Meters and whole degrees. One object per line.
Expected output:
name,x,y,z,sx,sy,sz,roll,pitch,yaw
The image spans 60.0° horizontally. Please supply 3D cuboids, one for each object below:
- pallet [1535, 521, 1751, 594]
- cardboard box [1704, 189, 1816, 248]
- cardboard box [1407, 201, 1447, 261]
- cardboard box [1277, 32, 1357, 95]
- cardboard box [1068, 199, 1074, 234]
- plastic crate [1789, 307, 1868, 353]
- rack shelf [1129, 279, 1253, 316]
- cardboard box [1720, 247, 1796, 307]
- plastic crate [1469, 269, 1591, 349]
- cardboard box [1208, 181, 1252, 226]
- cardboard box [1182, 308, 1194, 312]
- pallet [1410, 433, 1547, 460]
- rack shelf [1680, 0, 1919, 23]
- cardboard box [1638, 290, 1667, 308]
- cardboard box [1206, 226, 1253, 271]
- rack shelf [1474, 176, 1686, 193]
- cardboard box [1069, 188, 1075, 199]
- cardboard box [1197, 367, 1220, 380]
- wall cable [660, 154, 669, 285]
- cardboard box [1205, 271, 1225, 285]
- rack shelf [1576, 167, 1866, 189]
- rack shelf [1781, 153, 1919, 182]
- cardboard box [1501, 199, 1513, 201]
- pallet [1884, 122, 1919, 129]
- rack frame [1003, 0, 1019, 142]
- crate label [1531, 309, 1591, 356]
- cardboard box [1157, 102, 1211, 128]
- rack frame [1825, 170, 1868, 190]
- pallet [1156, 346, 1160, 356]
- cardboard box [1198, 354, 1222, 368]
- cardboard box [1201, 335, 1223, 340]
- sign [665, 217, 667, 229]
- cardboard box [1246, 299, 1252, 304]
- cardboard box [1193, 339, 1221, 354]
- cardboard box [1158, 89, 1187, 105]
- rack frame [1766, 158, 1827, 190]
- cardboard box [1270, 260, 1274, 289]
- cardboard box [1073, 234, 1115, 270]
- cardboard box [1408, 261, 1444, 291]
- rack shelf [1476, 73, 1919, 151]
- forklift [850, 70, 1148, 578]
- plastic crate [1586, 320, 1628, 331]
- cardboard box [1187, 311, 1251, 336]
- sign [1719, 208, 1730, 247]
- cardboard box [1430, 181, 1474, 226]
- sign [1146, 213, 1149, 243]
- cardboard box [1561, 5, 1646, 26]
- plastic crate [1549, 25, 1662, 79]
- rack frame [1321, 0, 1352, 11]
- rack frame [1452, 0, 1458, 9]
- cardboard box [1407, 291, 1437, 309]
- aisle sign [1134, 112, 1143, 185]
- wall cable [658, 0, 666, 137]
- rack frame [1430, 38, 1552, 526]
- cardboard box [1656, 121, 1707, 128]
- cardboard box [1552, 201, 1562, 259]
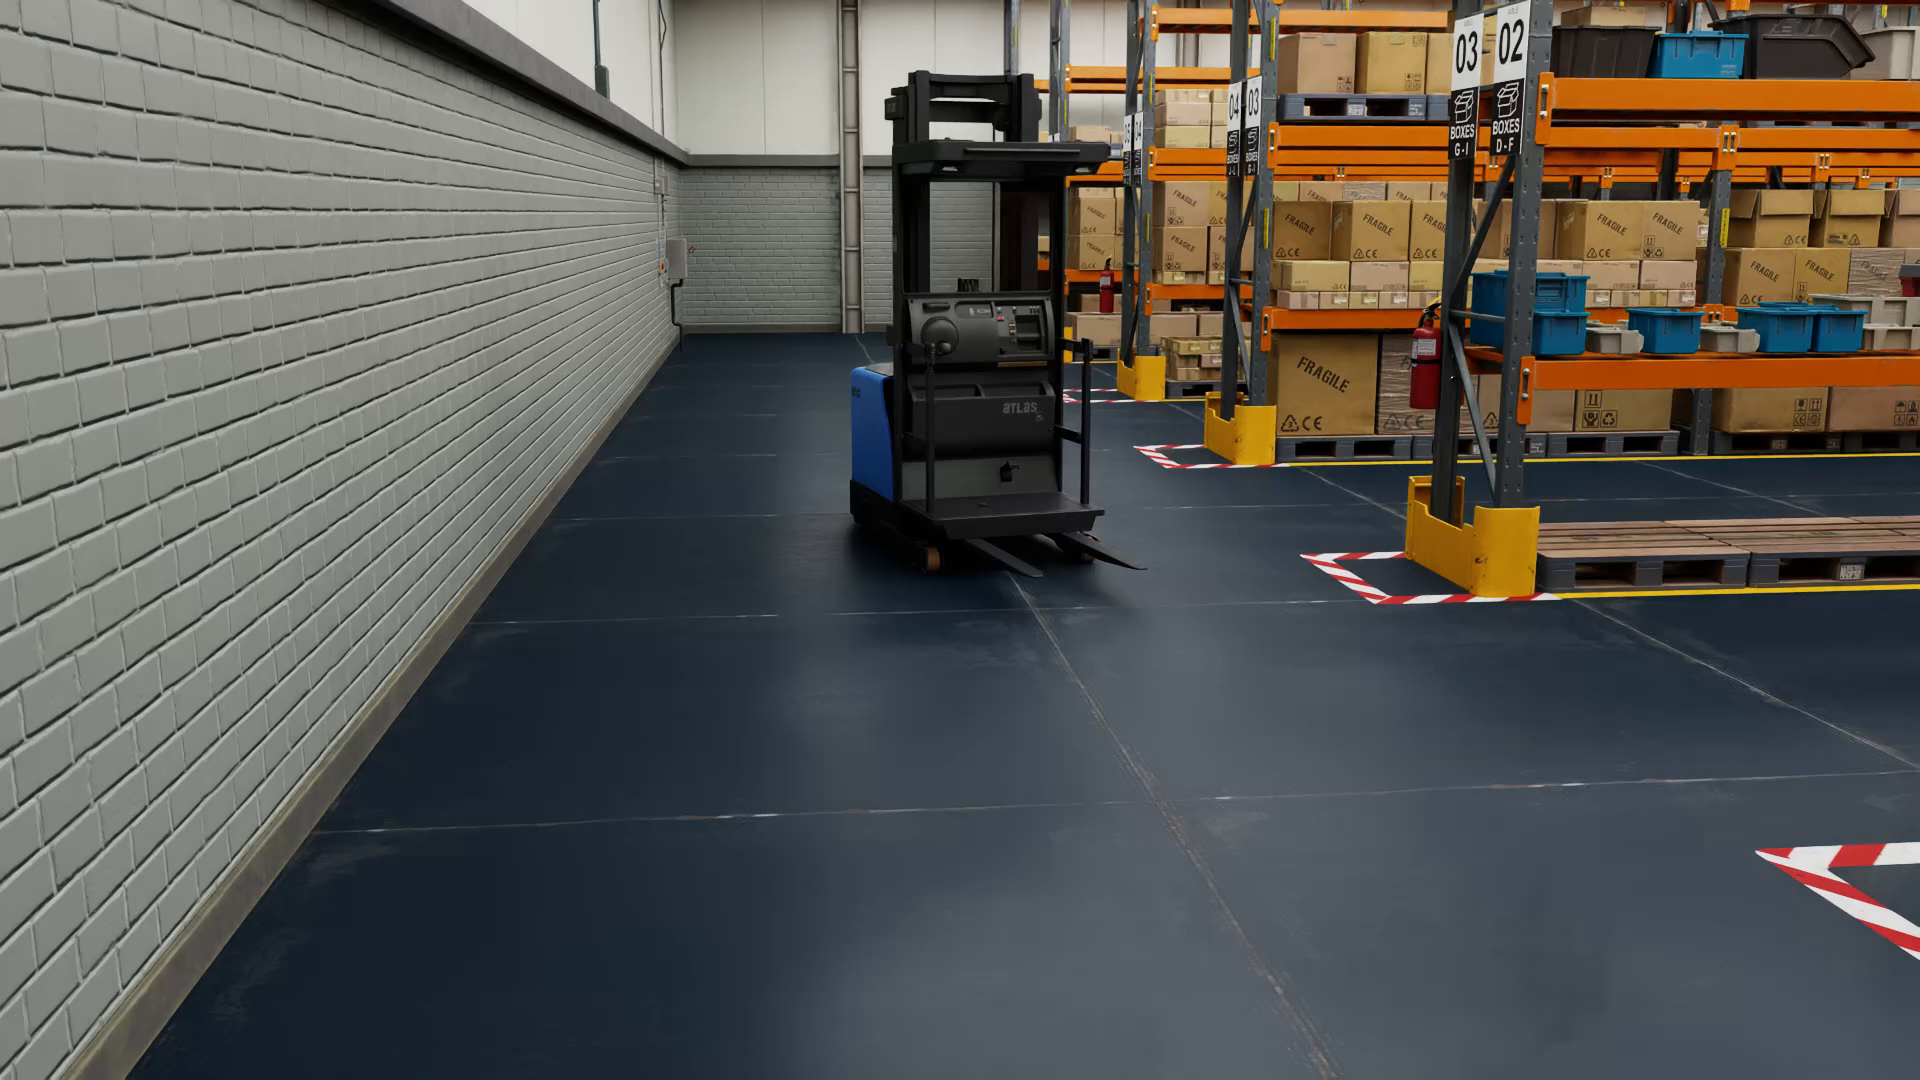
pallet,3.834,0.090,9.862,1.213,0.211,1.003,-1,11,-6
cardboard box,7.086,-2.858,14.768,0.637,0.503,0.797,-1,11,-8
cardboard box,3.993,-2.639,14.190,0.500,0.500,0.500,-2,11,-8
cardboard box,2.986,-4.015,14.133,0.500,0.500,0.700,-2,11,-10
cardboard box,1.859,-4.714,24.219,0.500,0.500,0.500,-1,11,-4
plastic crate,4.899,-1.191,9.430,0.300,0.233,0.416,-1,11,-6
rack shelf,4.028,-2.860,19.505,4.000,0.370,1.077,-1,11,-6
cardboard box,6.936,-2.312,14.594,0.500,0.500,0.500,-1,11,-6
plastic crate,3.323,-1.358,9.752,0.499,0.435,0.616,-1,11,-6
cardboard box,3.016,-3.827,18.938,0.500,0.500,0.500,-1,11,-4
cardboard box,3.965,-3.943,29.147,0.258,0.266,0.396,-1,11,-4
pallet,4.472,-0.906,14.931,1.213,0.211,1.003,-1,11,-6
rack shelf,8.440,-4.738,14.540,4.000,0.370,1.077,-1,11,-6
cardboard box,5.928,-2.104,14.444,0.250,0.149,0.380,-1,11,-5
cardboard box,3.046,-3.339,19.045,0.500,0.500,0.500,-1,11,-6
rack shelf,10.807,-6.398,29.723,4.000,0.370,1.077,-1,11,-6
cardboard box,1.740,-5.022,24.107,0.250,0.149,0.380,-1,11,-5
cardboard box,2.847,-1.949,19.309,0.250,0.149,0.380,-1,11,-6
wall cable,-4.363,-4.767,24.706,0.122,1.984,0.588,-1,11,-6
cardboard box,2.919,-3.001,19.007,0.250,0.149,0.380,-2,11,-8
rack shelf,11.347,-5.446,24.882,4.000,0.370,1.077,-1,11,-6
rack shelf,11.982,-4.499,20.064,4.000,0.370,1.077,-1,11,-6
cardboard box,7.869,-4.743,24.365,0.500,0.500,0.500,-1,11,-6
pallet,8.683,-3.717,14.710,1.213,0.211,1.003,-1,11,-3
rack frame,0.865,-8.014,28.305,0.127,3.000,1.000,-1,11,-6
crate label,3.291,-1.158,9.259,0.303,0.233,0.416,-1,11,-6
cardboard box,2.515,-4.775,18.695,0.500,0.250,0.500,-1,11,-5
rack frame,13.335,-4.369,25.314,0.127,3.000,1.000,-1,11,-6
pallet,3.402,-2.807,24.598,1.213,0.211,1.003,-1,11,-6
cardboard box,2.867,-2.081,19.209,0.250,0.149,0.380,-1,11,-6
cardboard box,3.039,-2.354,19.826,0.250,0.149,0.380,-1,11,-7
sign,-4.480,-4.793,25.331,0.001,0.242,0.339,-1,11,-6
cardboard box,5.347,-4.100,29.340,0.500,0.500,0.500,-1,11,-4
cardboard box,2.859,-2.245,19.272,0.250,0.149,0.380,-1,11,-5
cardboard box,2.387,-4.974,18.675,0.250,0.149,0.380,-1,11,-7
rack frame,9.993,-3.338,20.072,0.127,3.000,1.000,-1,11,-6
cardboard box,2.928,-2.352,14.671,0.500,0.250,0.500,-1,11,-7
cardboard box,1.913,-4.123,23.803,0.500,0.500,0.500,-1,11,-7
cardboard box,3.998,-2.271,14.260,0.500,0.250,0.500,-2,11,-8
rack shelf,4.999,-2.429,9.535,4.000,0.370,1.077,-1,11,-6
forklift,0.205,-1.323,10.000,1.130,2.935,3.031,-4,12,-19
plastic crate,3.801,-1.220,9.826,0.243,0.136,0.396,-1,11,-6
cardboard box,3.856,-3.140,24.615,0.875,0.438,0.875,-2,11,-8
sign,6.513,-2.659,14.167,0.005,0.325,0.100,-1,11,-6
cardboard box,5.579,-3.879,19.200,0.500,0.500,0.500,-2,11,-8
sign,2.099,-3.492,18.611,0.005,0.325,0.100,-1,11,-6
cardboard box,5.516,-4.427,14.284,0.500,0.250,0.500,-2,11,-10
plastic crate,3.423,-2.631,9.036,0.590,0.269,0.497,-1,11,-6
rack frame,5.382,-7.146,23.887,0.127,3.000,1.000,-1,11,-6
rack frame,8.819,-8.181,29.153,0.127,3.000,1.000,-1,11,-6
cardboard box,3.885,-2.061,14.226,0.250,0.149,0.380,-1,11,-7
aisle sign,2.000,-4.388,18.673,0.004,0.787,0.394,-1,11,-6
wall cable,-4.561,-7.587,26.037,0.133,3.039,2.988,-1,11,-6
rack frame,3.010,-1.268,9.544,0.127,3.000,1.000,-1,11,-6
cardboard box,8.460,-4.776,19.350,0.500,0.500,0.500,-1,11,-6
cardboard box,5.458,-2.772,14.866,0.500,0.500,0.500,-1,11,-6
